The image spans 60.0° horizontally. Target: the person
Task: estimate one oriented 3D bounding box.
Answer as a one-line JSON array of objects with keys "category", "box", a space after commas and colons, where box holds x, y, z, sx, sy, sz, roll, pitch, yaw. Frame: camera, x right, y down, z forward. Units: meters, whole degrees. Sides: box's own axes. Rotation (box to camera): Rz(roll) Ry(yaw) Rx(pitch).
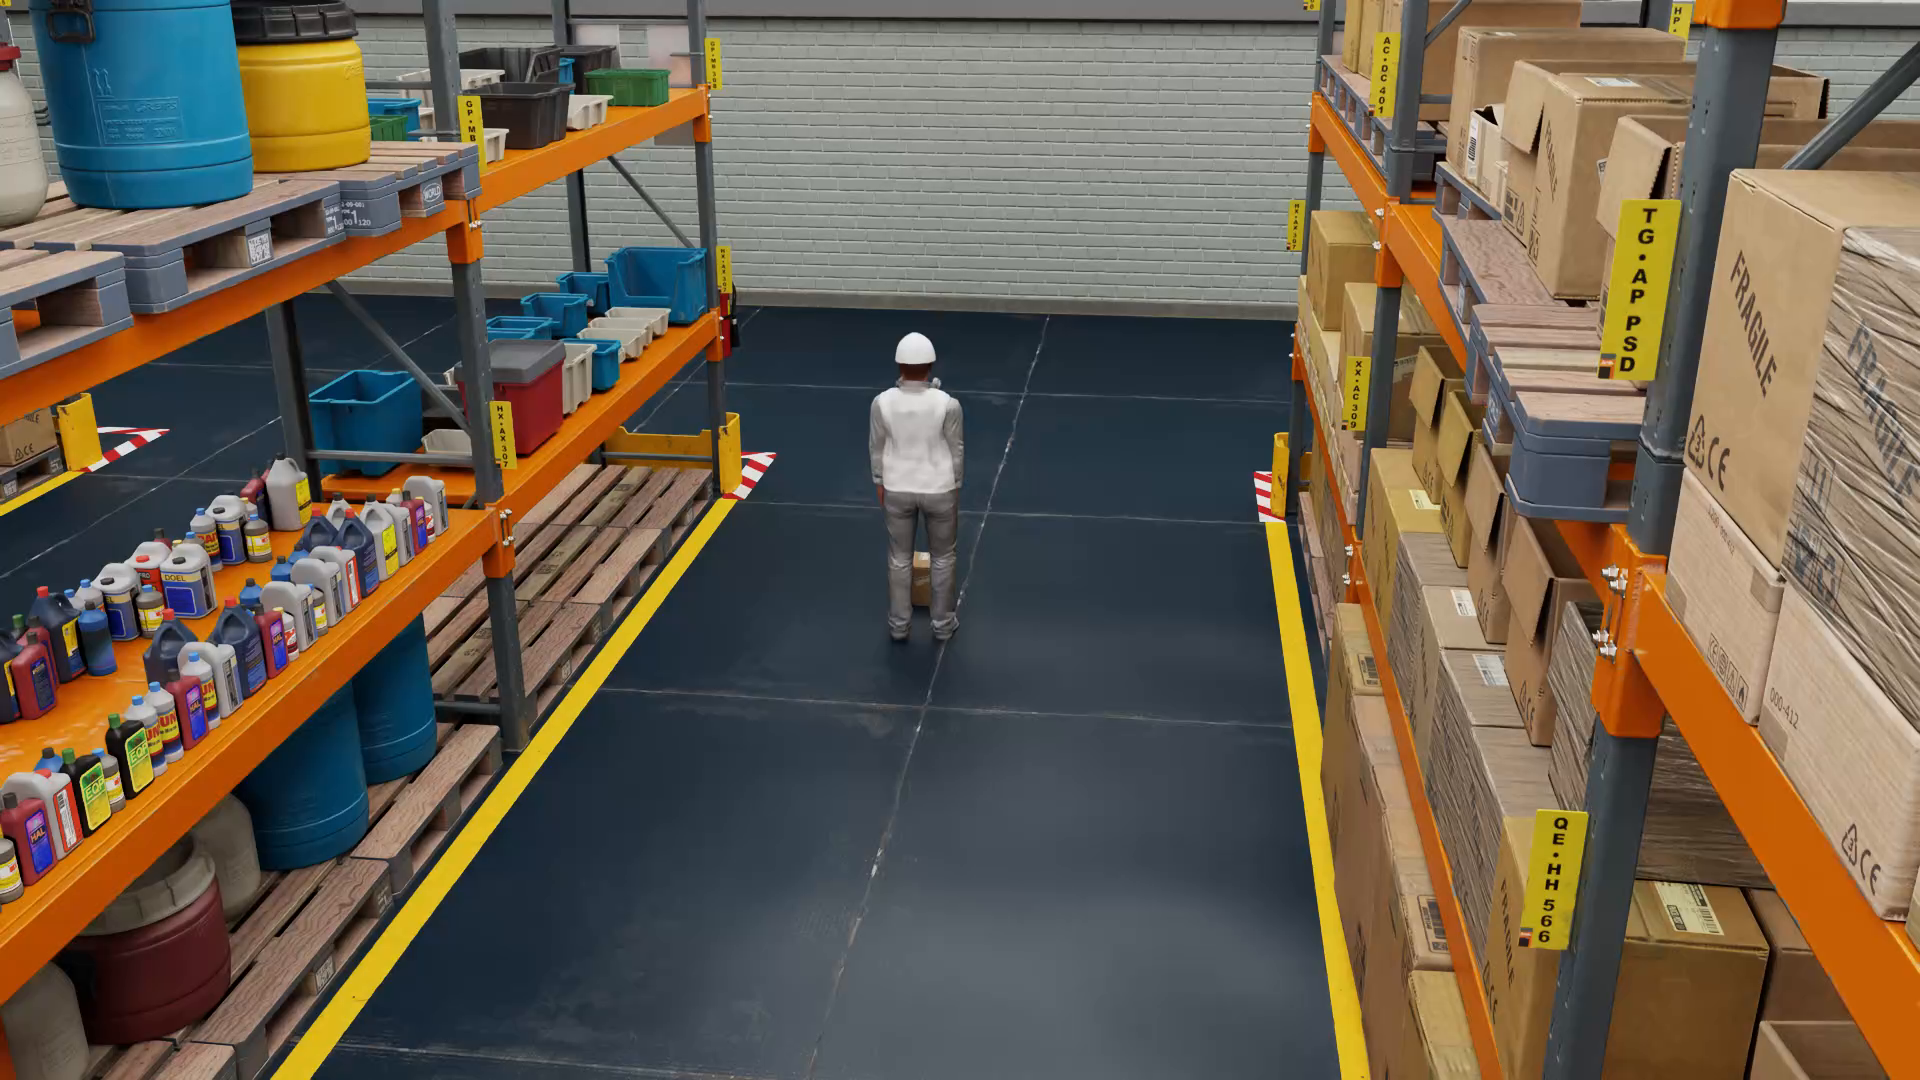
[{"category": "person", "box": [-0.240, -0.294, 9.327, 0.533, 1.766, 0.358, 3, 21, 7]}]
